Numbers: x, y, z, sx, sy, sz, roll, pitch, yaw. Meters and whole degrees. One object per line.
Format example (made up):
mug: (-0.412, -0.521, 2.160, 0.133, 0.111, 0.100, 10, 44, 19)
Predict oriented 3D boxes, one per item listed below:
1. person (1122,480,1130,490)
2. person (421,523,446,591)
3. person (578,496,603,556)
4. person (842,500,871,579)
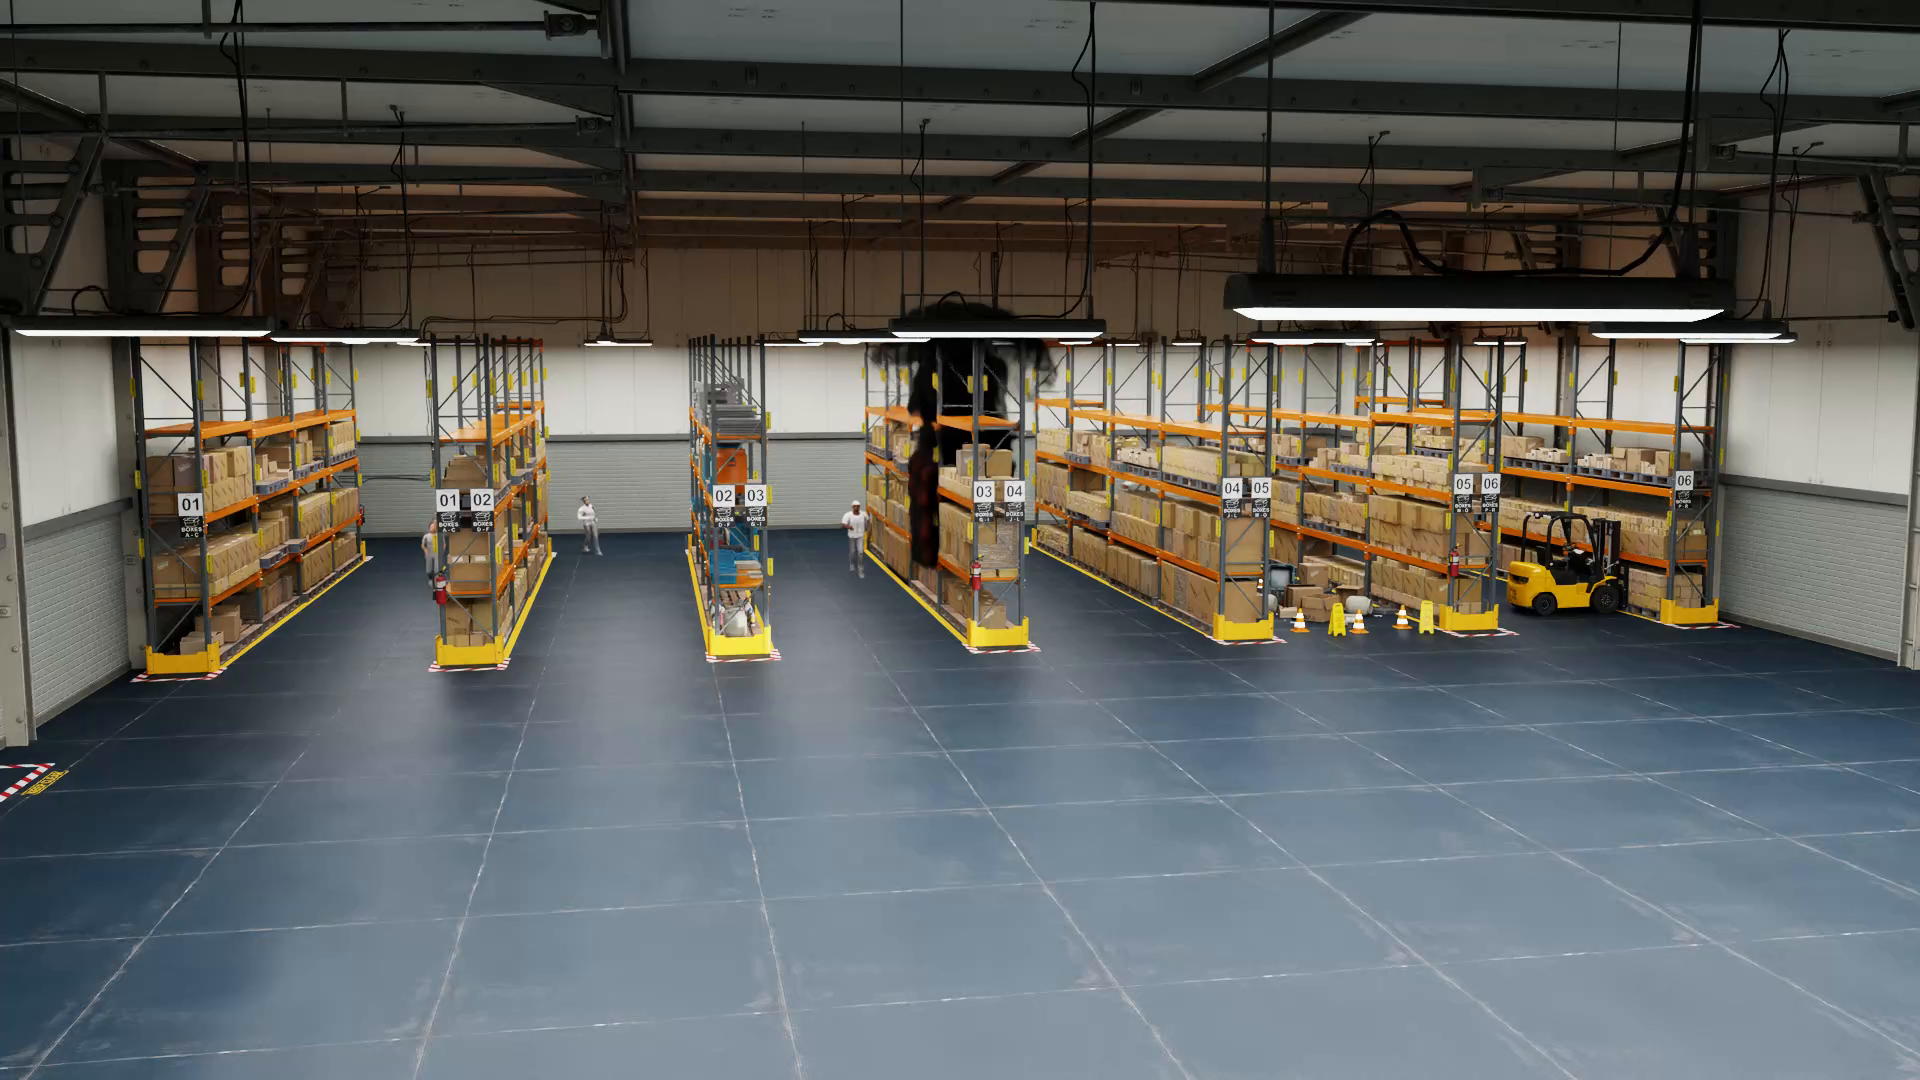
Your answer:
person: (5.009, -0.918, 50.458, 0.707, 1.798, 0.661, 0, 7, 1)
person: (-12.502, 0.391, 39.523, 0.561, 1.619, 0.588, -2, 7, -17)
person: (-10.418, -0.407, 46.441, 0.864, 1.696, 0.637, 6, 9, 43)
person: (-2.498, -0.022, 40.199, 0.724, 1.888, 0.736, -1, 7, -10)
